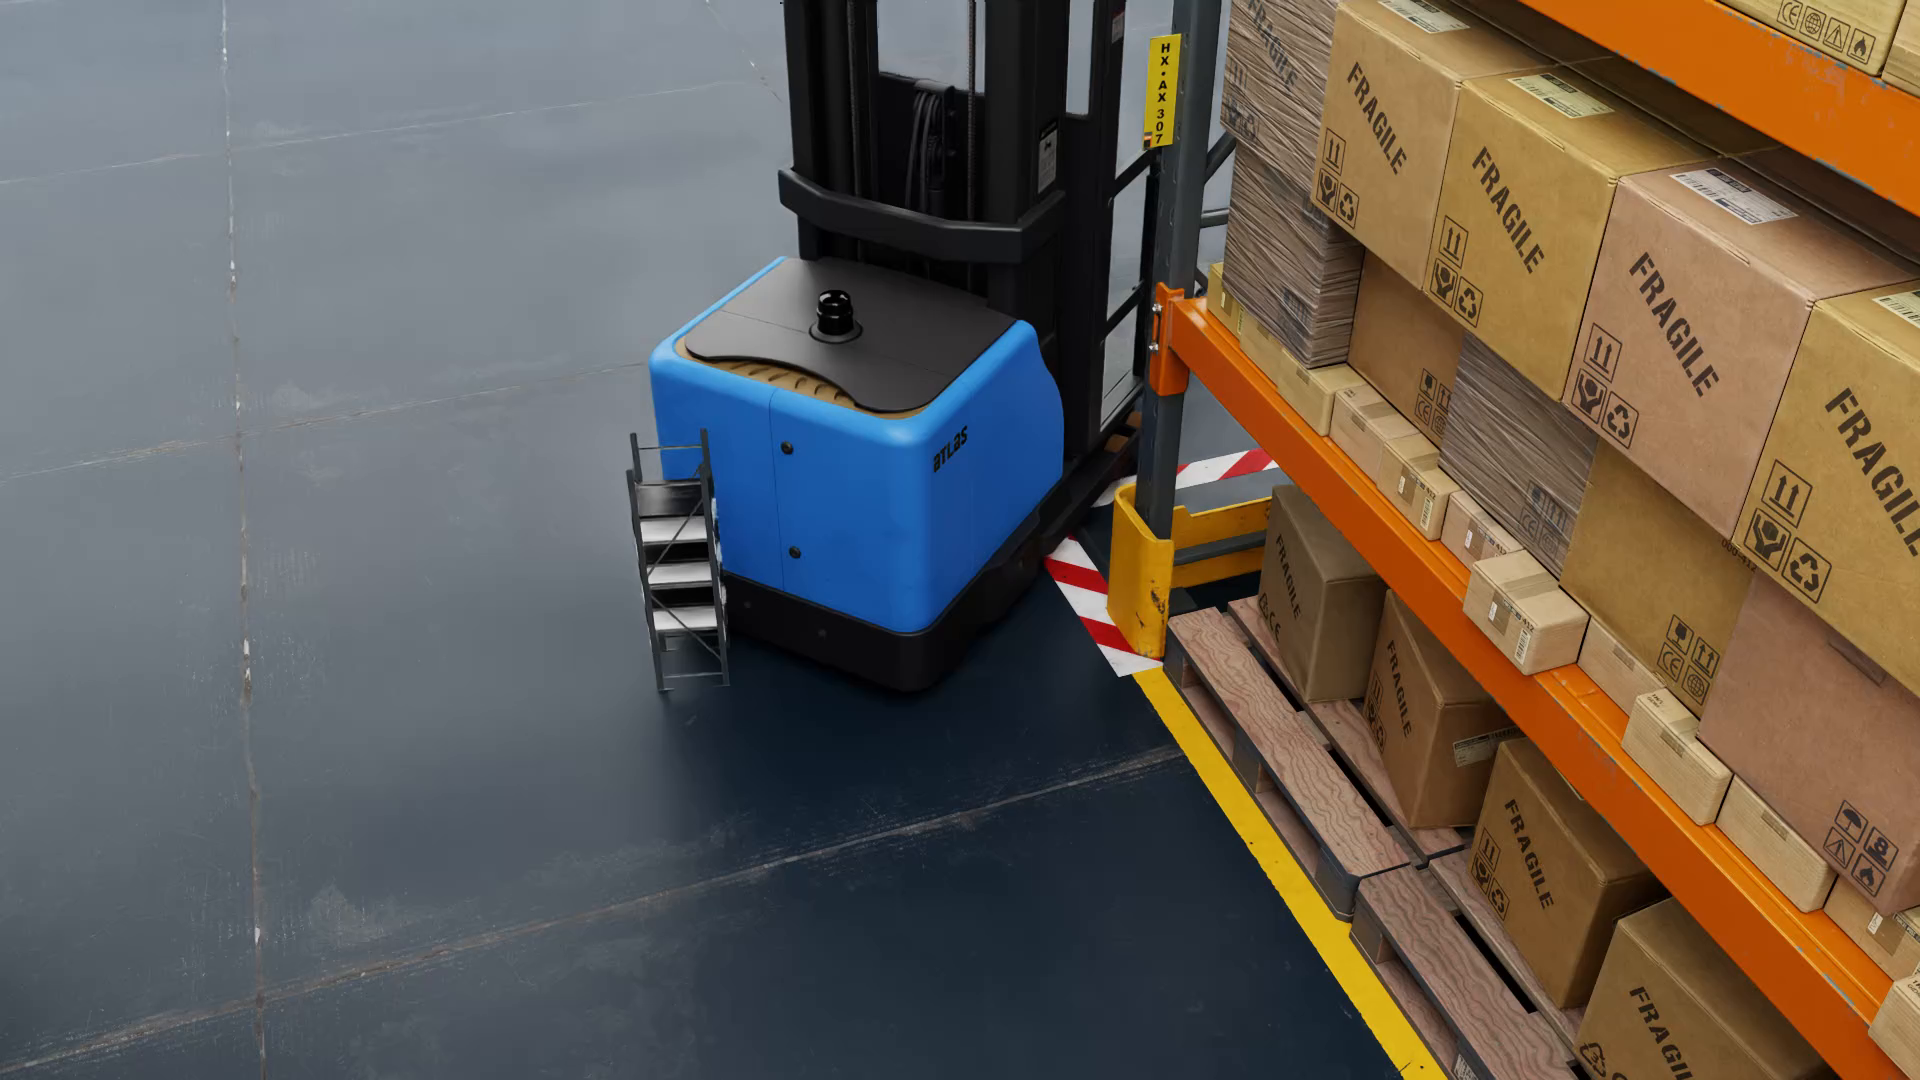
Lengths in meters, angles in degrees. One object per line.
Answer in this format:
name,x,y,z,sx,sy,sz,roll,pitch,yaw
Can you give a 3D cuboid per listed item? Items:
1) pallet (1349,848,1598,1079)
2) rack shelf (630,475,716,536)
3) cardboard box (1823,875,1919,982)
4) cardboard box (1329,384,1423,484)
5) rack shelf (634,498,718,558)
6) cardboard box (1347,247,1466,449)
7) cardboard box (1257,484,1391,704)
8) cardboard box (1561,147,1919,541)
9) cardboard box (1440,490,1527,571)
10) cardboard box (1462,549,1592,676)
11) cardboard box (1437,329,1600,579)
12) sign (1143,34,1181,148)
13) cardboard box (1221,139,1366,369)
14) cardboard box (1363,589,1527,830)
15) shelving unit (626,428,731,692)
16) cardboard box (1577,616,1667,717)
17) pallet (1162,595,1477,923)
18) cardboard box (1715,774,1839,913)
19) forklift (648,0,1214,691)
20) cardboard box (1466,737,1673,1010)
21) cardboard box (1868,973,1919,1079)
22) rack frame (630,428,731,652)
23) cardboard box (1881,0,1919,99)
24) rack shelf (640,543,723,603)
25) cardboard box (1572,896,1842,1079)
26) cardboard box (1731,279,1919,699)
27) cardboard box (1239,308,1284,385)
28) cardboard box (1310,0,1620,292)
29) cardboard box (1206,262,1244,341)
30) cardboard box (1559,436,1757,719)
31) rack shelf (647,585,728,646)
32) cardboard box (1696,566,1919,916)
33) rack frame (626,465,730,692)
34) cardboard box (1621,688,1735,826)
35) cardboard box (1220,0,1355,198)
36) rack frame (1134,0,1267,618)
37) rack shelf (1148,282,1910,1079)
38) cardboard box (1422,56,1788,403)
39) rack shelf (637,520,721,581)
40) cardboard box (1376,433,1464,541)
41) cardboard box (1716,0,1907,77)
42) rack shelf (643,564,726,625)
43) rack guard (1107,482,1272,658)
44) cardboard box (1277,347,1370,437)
pallet,1.774,1.270,4.388,1.003,0.211,1.213,-12,39,-16
rack shelf,-0.903,-0.110,5.255,0.258,0.077,0.200,-3,37,-5
cardboard box,1.853,0.675,3.070,0.380,0.149,0.250,-12,39,-16
cardboard box,1.205,-0.304,4.369,0.380,0.149,0.250,-12,39,-16
rack shelf,-0.903,-0.038,5.309,0.258,0.077,0.200,-3,37,-5
cardboard box,1.534,-0.626,4.257,0.875,0.500,0.500,-12,39,-16
cardboard box,1.285,0.146,5.292,0.500,0.500,0.500,-6,37,-7
cardboard box,1.536,-0.385,3.106,0.500,0.500,0.500,-12,39,-16
cardboard box,1.396,-0.025,3.999,0.380,0.149,0.250,-12,39,-16
cardboard box,1.385,0.137,3.783,0.380,0.149,0.250,-12,39,-16
cardboard box,1.665,-0.334,3.870,0.875,0.500,0.500,-12,39,-16
sign,0.576,-1.274,4.729,0.100,0.325,0.005,-12,39,-16
cardboard box,1.249,-0.883,4.599,0.875,0.500,0.500,-12,39,-16
cardboard box,1.523,0.477,4.853,0.500,0.500,0.500,-3,37,-4
shelving unit,-0.903,0.079,5.397,0.258,0.900,0.210,-3,37,-5
cardboard box,1.596,0.251,3.632,0.380,0.149,0.250,-12,39,-16
pallet,1.358,0.582,5.302,1.003,0.211,1.213,-12,39,-16
cardboard box,1.729,0.542,3.246,0.380,0.149,0.250,-12,39,-16
forklift,0.143,-1.542,5.861,1.130,2.935,3.031,18,41,23
cardboard box,1.720,0.834,4.378,0.500,0.500,0.500,-9,38,-12
cardboard box,1.815,0.843,2.846,0.380,0.149,0.250,-12,39,-16
rack frame,-0.913,0.018,5.478,0.240,0.900,0.006,-3,37,-5
cardboard box,1.710,-0.707,2.327,0.500,0.250,0.500,-13,39,-16
rack shelf,-0.903,0.106,5.417,0.258,0.077,0.200,-3,37,-5
cardboard box,1.871,1.159,3.947,0.500,0.500,0.500,-16,40,-20
cardboard box,1.705,-0.101,2.730,0.500,0.500,0.500,-12,39,-16
cardboard box,1.028,-0.585,4.742,0.380,0.149,0.250,-12,39,-16
cardboard box,1.185,-0.948,3.854,0.500,0.500,0.500,-12,39,-16
cardboard box,0.960,-0.730,4.935,0.380,0.149,0.250,-12,39,-16
cardboard box,1.827,-0.049,3.492,0.875,0.500,0.500,-12,39,-16
rack shelf,-0.903,0.250,5.525,0.258,0.077,0.200,-3,37,-5
cardboard box,1.960,0.242,3.106,0.875,0.500,0.500,-12,39,-16
rack frame,-0.893,0.140,5.316,0.240,0.900,0.006,-3,37,-5
cardboard box,1.610,0.408,3.424,0.380,0.149,0.250,-12,39,-16
cardboard box,1.019,-1.232,4.231,0.500,0.500,0.500,-12,39,-16
rack frame,1.086,-1.041,5.139,1.000,3.000,0.127,-12,39,-16
rack shelf,1.774,0.376,3.855,1.077,0.370,4.000,-12,39,-16
cardboard box,1.358,-0.666,3.479,0.500,0.500,0.500,-12,39,-16
rack shelf,-0.903,0.034,5.363,0.258,0.077,0.200,-3,37,-5
cardboard box,1.285,-0.161,4.179,0.380,0.149,0.250,-12,39,-16
cardboard box,1.543,-0.990,2.702,0.500,0.250,0.500,-11,38,-15
rack shelf,-0.903,0.178,5.471,0.258,0.077,0.200,-3,37,-5
rack guard,1.112,0.000,5.834,1.175,0.500,0.348,-12,39,-16
cardboard box,1.100,-0.441,4.551,0.380,0.149,0.250,-12,39,-16
